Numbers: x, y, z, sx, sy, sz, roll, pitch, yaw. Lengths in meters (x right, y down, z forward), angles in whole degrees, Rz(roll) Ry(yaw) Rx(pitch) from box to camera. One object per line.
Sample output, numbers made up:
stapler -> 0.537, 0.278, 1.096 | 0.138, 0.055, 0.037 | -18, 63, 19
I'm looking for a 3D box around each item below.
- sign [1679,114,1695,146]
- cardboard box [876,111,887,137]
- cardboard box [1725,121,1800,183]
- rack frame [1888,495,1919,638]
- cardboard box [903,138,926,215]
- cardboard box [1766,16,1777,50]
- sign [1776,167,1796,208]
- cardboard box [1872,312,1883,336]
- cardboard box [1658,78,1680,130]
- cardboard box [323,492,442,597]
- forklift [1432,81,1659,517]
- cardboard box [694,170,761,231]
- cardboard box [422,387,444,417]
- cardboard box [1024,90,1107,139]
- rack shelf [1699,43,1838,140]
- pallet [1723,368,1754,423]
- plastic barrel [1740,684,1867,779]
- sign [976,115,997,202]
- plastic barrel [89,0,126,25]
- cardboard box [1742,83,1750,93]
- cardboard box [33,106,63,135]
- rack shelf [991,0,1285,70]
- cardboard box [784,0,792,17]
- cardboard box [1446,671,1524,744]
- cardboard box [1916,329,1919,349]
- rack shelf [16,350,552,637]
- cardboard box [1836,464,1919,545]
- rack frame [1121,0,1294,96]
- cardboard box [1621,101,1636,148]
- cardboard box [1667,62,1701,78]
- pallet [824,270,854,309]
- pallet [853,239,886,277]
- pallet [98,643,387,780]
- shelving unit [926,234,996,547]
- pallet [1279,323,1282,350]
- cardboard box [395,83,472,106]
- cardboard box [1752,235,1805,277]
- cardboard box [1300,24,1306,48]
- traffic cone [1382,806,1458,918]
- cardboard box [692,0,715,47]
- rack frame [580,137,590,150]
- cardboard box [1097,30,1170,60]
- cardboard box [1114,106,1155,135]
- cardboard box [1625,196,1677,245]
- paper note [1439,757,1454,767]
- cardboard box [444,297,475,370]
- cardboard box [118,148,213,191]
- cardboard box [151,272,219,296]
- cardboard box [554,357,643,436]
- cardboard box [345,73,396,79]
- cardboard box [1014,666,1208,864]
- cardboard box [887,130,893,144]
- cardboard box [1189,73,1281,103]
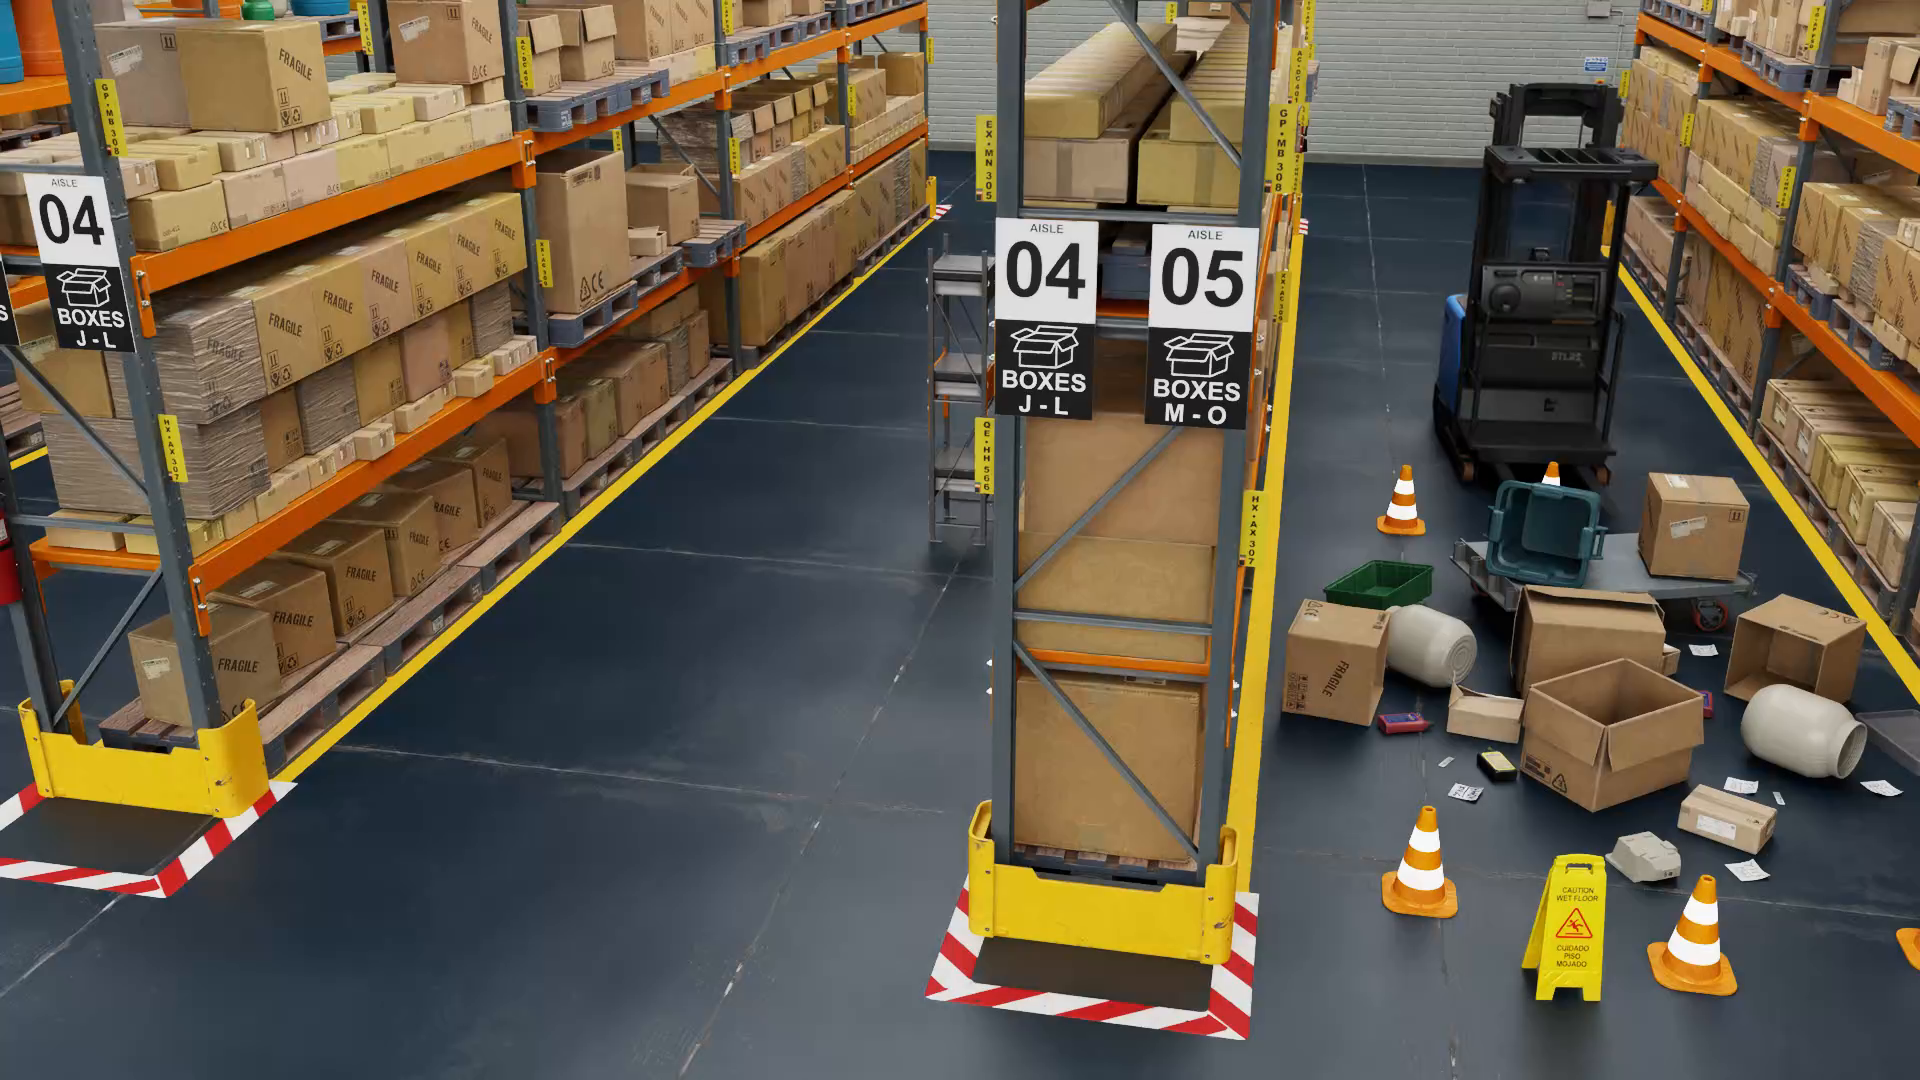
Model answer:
sign -> 7.411, -4.179, 16.949 | 0.100, 0.325, 0.005 | 4, 22, 11
cardboard box -> -1.188, -5.046, 20.169 | 0.500, 0.250, 0.500 | 5, 22, 12
cardboard box -> 7.302, -3.509, 15.078 | 0.500, 0.500, 0.500 | 4, 22, 10
rack frame -> 6.322, -0.773, 9.757 | 1.000, 3.000, 0.127 | 4, 22, 11
cardboard box -> -0.983, -4.886, 22.252 | 0.875, 0.875, 0.875 | 4, 22, 11
cardboard box -> 7.077, -4.290, 14.093 | 0.396, 0.266, 0.258 | 4, 22, 10
sign -> 6.594, -2.814, 13.275 | 0.100, 0.325, 0.005 | 4, 22, 11
cardboard box -> 6.379, -1.432, 11.169 | 0.380, 0.149, 0.250 | 4, 22, 11
cardboard box -> 7.986, -4.774, 18.220 | 0.500, 0.500, 0.500 | 5, 22, 12
cardboard box -> -3.660, 0.023, 10.566 | 0.500, 0.500, 0.500 | 2, 22, 6
forklift -> 4.482, -1.899, 12.646 | 1.130, 2.935, 3.031 | 3, 22, 6
cardboard box -> -2.198, -3.195, 15.636 | 0.500, 0.500, 0.500 | 5, 22, 12
cardboard box -> -3.439, -0.857, 10.303 | 0.380, 0.149, 0.250 | 4, 22, 11
cardboard box -> 0.376, -1.685, 6.581 | 0.380, 0.149, 0.250 | 5, 22, 11
rack shelf -> 7.546, -4.025, 14.780 | 1.077, 0.370, 4.000 | 4, 22, 11
pallet -> 7.373, -1.225, 14.612 | 1.003, 0.211, 1.213 | 4, 22, 11
plastic barrel -> 4.445, 1.014, 8.768 | 0.421, 0.421, 0.512 | -16, 27, -35
sign -> 0.111, -1.462, 6.374 | 0.100, 0.325, 0.005 | 4, 22, 11
plastic barrel -> -7.792, -4.709, 14.844 | 0.600, 0.901, 0.600 | 0, 22, 0
cardboard box -> 8.309, -4.700, 17.168 | 0.380, 0.149, 0.250 | 5, 22, 12
cardboard box -> -11.593, -5.459, 21.260 | 0.500, 0.500, 0.500 | 5, 22, 12
rack shelf -> 1.047, -2.645, 7.875 | 1.077, 0.370, 4.000 | 4, 22, 11
cardboard box -> -2.059, -5.605, 17.296 | 0.500, 0.311, 0.500 | 4, 22, 9
cardboard box -> 2.908, 0.924, 9.204 | 0.396, 0.266, 0.258 | 8, 23, 20
cardboard box -> 6.192, -1.338, 10.067 | 0.500, 0.500, 0.500 | 4, 22, 10
rack shelf -> -3.788, -0.463, 9.951 | 1.077, 0.370, 4.000 | 4, 22, 11
cardboard box -> 6.570, -0.204, 11.300 | 0.950, 0.372, 0.625 | 6, 23, 14
rack frame -> 1.455, -3.896, 9.482 | 1.000, 3.000, 0.127 | 4, 22, 11
cardboard box -> 8.392, -5.054, 20.254 | 0.500, 0.500, 0.500 | 4, 22, 10
cardboard box -> 8.064, -5.200, 18.410 | 0.380, 0.149, 0.250 | 4, 22, 11
pallet -> -1.831, -2.873, 18.704 | 1.003, 0.211, 1.213 | 4, 22, 11
pallet -> -1.515, -3.433, 20.094 | 1.003, 0.211, 1.213 | 4, 22, 11
pallet -> -3.980, 0.906, 9.322 | 1.003, 0.211, 1.213 | 4, 22, 11
shelving unit -> 0.034, -1.035, 11.612 | 0.431, 2.100, 0.503 | 4, 22, 11
pallet -> 2.684, -2.013, 16.570 | 1.003, 0.211, 1.213 | 4, 22, 11
cardboard box -> -3.307, -2.803, 10.451 | 0.380, 0.149, 0.250 | 5, 22, 12
cardboard box -> 6.987, -2.371, 13.926 | 0.500, 0.250, 0.500 | 4, 22, 9
cardboard box -> 2.352, -3.762, 12.588 | 0.500, 0.311, 0.500 | 4, 22, 11
traffic cone -> 2.138, 1.440, 7.657 | 0.336, 0.463, 0.334 | 4, 22, 11
cardboard box -> -2.416, -4.467, 14.112 | 0.500, 0.500, 0.500 | 5, 22, 12
rack frame -> -5.780, -6.294, 23.467 | 1.000, 3.000, 0.127 | 4, 22, 11
cardboard box -> 0.946, -2.706, 9.115 | 0.380, 0.149, 0.250 | 4, 22, 10
cardboard box -> 0.568, -1.734, 7.236 | 0.500, 0.250, 0.500 | 5, 22, 11
cardboard box -> 8.734, -3.919, 20.436 | 0.875, 0.438, 0.875 | 4, 22, 9
paper note -> 2.601, 1.187, 8.894 | 0.032, 0.001, 0.123 | 18, 28, 38
cardboard box -> -3.668, -1.373, 10.714 | 0.875, 0.500, 0.500 | 4, 22, 11
cardboard box -> -3.766, -1.743, 7.817 | 0.380, 0.149, 0.250 | 5, 22, 12
cardboard box -> -4.229, -1.117, 8.741 | 0.500, 0.500, 0.500 | 4, 22, 11
cardboard box -> -3.004, -1.173, 13.509 | 0.700, 0.500, 0.500 | 3, 22, 6
cardboard box -> -3.748, -2.940, 10.789 | 0.380, 0.149, 0.250 | 4, 22, 9
cardboard box -> 0.713, 0.887, 7.917 | 0.875, 0.875, 0.875 | 5, 22, 11
cardboard box -> -1.045, -4.991, 20.566 | 0.380, 0.149, 0.250 | 4, 22, 9
cardboard box -> 1.175, -1.912, 7.143 | 0.380, 0.149, 0.250 | 5, 22, 11
